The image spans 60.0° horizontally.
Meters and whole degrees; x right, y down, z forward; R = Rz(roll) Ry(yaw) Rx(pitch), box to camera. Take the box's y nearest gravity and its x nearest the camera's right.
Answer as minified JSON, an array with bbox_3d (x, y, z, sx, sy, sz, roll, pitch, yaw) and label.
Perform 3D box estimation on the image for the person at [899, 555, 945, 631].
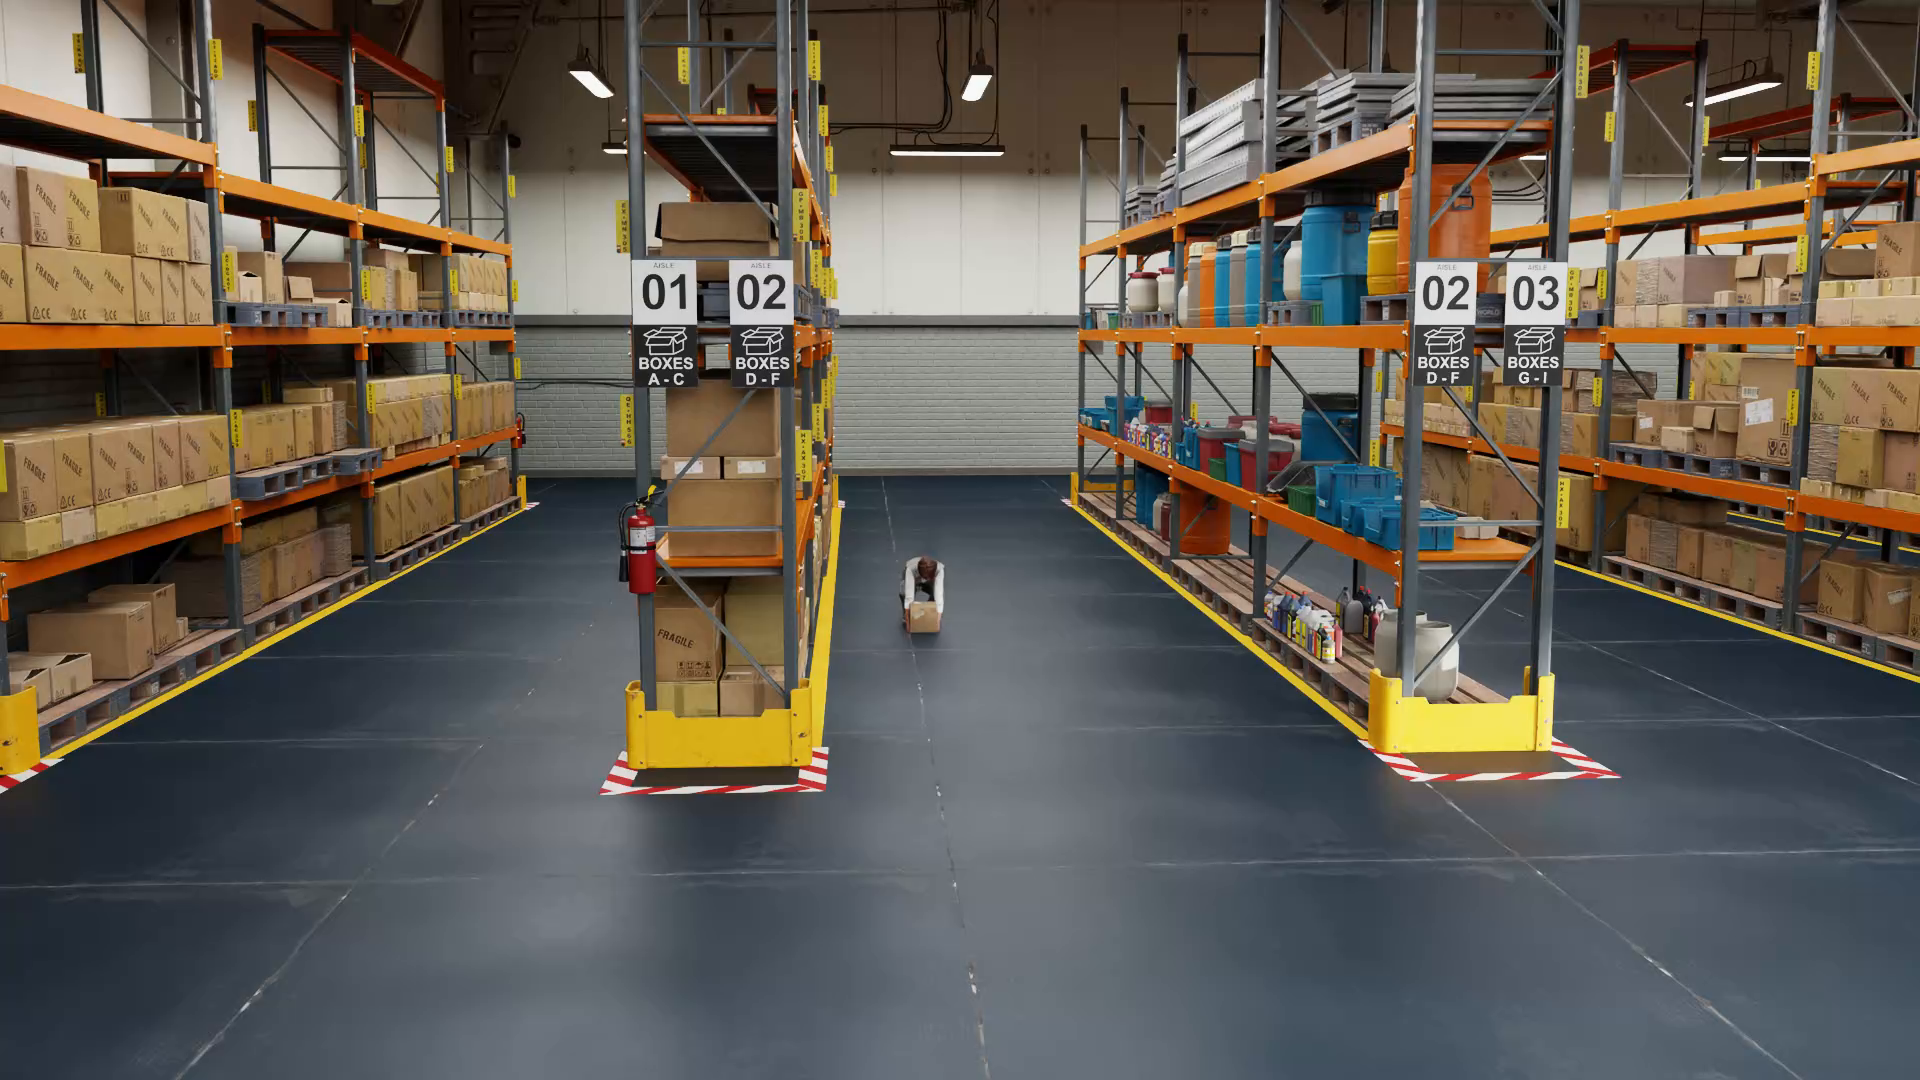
[{"bbox_3d":[-0.364,0.493,15.780,0.432,0.762,0.835,0,7,-3],"label":"person"}]
